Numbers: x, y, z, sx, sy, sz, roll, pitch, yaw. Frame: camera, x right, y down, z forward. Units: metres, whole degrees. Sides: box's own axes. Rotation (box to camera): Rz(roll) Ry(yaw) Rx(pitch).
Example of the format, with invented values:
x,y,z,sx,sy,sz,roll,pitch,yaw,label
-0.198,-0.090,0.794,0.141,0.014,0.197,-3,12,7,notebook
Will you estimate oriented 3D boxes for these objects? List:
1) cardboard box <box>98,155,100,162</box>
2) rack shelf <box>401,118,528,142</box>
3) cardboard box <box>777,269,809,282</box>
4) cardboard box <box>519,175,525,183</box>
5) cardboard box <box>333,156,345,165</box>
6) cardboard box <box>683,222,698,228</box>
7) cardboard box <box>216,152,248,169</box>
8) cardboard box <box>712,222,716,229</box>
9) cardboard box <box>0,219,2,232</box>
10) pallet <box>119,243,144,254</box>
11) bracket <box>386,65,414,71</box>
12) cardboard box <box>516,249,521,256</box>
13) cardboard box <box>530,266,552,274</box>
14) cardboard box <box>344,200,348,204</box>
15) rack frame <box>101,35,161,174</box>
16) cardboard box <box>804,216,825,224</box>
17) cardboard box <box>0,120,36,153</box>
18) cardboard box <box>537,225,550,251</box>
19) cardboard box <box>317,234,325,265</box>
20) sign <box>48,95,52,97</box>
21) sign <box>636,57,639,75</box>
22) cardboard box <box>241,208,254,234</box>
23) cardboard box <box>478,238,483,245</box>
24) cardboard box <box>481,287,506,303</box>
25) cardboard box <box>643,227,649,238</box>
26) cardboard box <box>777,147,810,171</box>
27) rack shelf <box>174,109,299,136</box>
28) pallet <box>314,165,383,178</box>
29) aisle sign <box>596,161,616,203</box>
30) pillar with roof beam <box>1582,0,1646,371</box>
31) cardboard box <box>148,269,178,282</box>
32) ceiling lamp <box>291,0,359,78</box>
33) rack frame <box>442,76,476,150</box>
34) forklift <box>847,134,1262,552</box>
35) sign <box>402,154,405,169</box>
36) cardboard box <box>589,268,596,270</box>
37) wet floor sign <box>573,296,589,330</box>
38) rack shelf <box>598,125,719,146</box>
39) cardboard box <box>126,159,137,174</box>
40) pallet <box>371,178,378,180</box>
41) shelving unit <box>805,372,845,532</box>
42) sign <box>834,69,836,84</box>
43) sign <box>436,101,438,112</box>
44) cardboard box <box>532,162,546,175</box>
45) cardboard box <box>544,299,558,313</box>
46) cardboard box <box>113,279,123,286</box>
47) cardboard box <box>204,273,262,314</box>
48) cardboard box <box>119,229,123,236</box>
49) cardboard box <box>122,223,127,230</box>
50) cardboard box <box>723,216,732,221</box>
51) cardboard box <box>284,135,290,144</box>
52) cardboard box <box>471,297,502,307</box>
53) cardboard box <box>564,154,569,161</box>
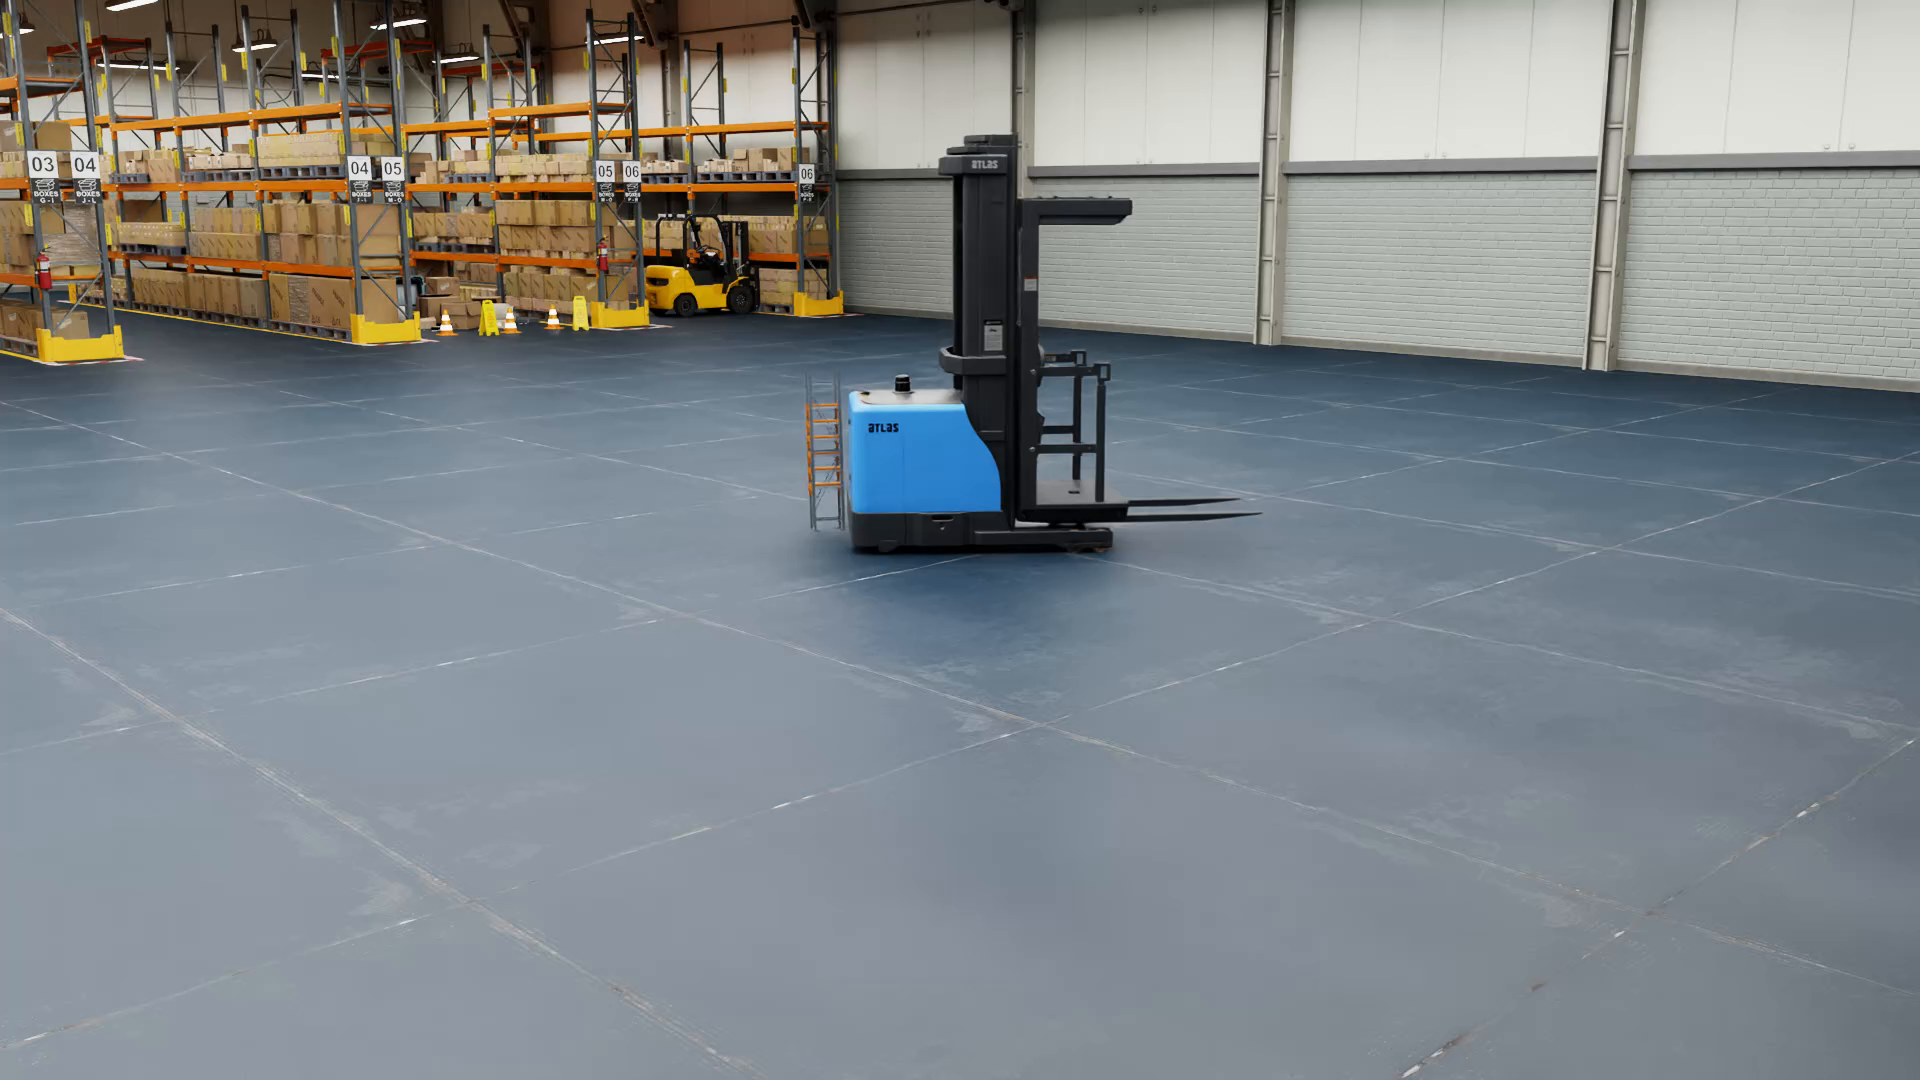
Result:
x,y,z,sx,sy,sz,roll,pitch,yaw,label
-19.626,-8.751,38.164,0.250,0.149,0.380,11,16,43,cardboard box
-10.832,-8.975,36.450,1.077,0.370,4.000,-11,16,-43,rack shelf
-3.645,-5.774,36.301,0.500,0.250,0.500,-10,15,-41,cardboard box
-8.878,-7.451,34.333,0.380,0.149,0.250,-10,15,-41,cardboard box
-10.674,-6.607,28.949,0.380,0.149,0.250,-11,16,-43,cardboard box
-6.260,-7.371,38.902,0.380,0.149,0.250,-10,15,-41,cardboard box
-14.331,-7.494,32.852,0.500,0.311,0.500,11,16,43,cardboard box
-5.454,-7.198,38.058,0.380,0.149,0.250,-11,16,-43,cardboard box
-15.447,-5.279,27.136,0.500,0.500,0.500,-11,16,-43,cardboard box
-18.064,-6.531,37.152,1.003,0.211,1.213,-11,16,-43,pallet
-17.834,-14.376,50.970,0.076,0.066,5.218,-11,16,-43,bracket
-9.048,-6.016,34.799,0.380,0.149,0.250,-11,16,-43,cardboard box
-8.652,-5.574,34.338,0.380,0.149,0.250,-10,15,-39,cardboard box
-15.195,-8.435,41.586,0.380,0.149,0.250,-11,16,-42,cardboard box
-18.486,-9.695,37.167,1.000,3.000,0.127,-11,16,-43,rack frame
-3.179,-6.993,36.329,0.380,0.149,0.250,-11,16,-44,cardboard box
-15.110,-6.428,26.523,0.500,0.500,0.500,-11,16,-43,cardboard box
-8.285,-6.169,33.936,0.500,0.500,0.500,-11,16,-42,cardboard box
-11.180,-5.303,30.346,0.875,0.550,0.550,-11,16,-43,cardboard box
-21.641,-10.699,39.532,0.100,0.325,0.005,-11,16,-43,sign
-6.296,-9.220,32.351,0.100,0.325,0.005,-11,16,-43,sign
-13.665,-6.274,32.705,0.700,0.500,0.500,-11,16,-43,cardboard box
-10.176,-6.454,35.885,0.250,0.149,0.380,11,16,43,cardboard box
-9.815,-5.288,36.118,0.950,0.372,0.625,-11,16,-42,cardboard box
-7.432,-7.419,40.121,0.500,0.250,0.500,-11,16,-42,cardboard box
-3.583,-8.205,35.835,0.500,0.500,0.500,-10,15,-41,cardboard box
-14.343,-8.271,33.030,1.077,0.370,4.000,-11,16,-43,rack shelf
-10.719,-6.538,29.497,1.003,0.211,1.213,-11,16,-43,pallet
-6.856,-6.934,32.189,0.394,0.787,0.004,-11,16,-43,aisle sign
6.386,-6.341,20.887,9.100,9.000,0.400,-11,16,-43,pillar with roof beam
-17.449,-5.808,36.465,0.500,0.250,0.500,-10,15,-40,cardboard box
-17.686,-14.601,46.515,2.000,3.185,0.800,-11,16,-43,ceiling lamp
-14.151,-11.675,46.780,1.000,3.000,0.127,-11,16,-43,rack frame
0.690,-1.451,12.193,3.031,2.935,1.130,-1,12,-6,forklift
-12.621,-8.562,37.626,0.100,0.325,0.005,-11,16,-43,sign
-9.150,-6.905,42.042,0.250,0.149,0.380,11,16,42,cardboard box
-7.332,-4.380,32.071,0.267,0.644,0.232,-5,13,-23,wet floor sign
-7.245,-9.668,39.810,1.077,0.370,4.000,-11,16,-43,rack shelf
-18.030,-8.230,36.671,0.500,0.311,0.500,-11,16,-43,cardboard box
-13.471,-8.503,39.286,1.003,0.211,1.213,-10,15,-40,pallet
-1.028,-0.674,12.673,0.258,1.200,0.189,-3,5,-12,shelving unit
-2.696,-9.952,35.707,0.100,0.325,0.005,-11,16,-43,sign
-14.543,-12.096,46.311,0.100,0.325,0.005,-11,16,-43,sign
-8.296,-7.510,33.632,0.500,0.250,0.500,-11,16,-42,cardboard box
-8.159,-4.802,34.057,0.500,0.250,0.500,11,16,43,cardboard box
-19.302,-5.940,38.360,0.380,0.149,0.250,-11,16,-43,cardboard box
-14.762,-5.048,34.015,1.050,0.750,0.750,-11,16,-42,cardboard box
-18.547,-6.863,37.135,0.380,0.149,0.250,-11,16,-42,cardboard box
-18.350,-6.969,36.912,0.380,0.149,0.250,-10,16,-41,cardboard box
-5.127,-7.263,37.637,0.380,0.149,0.250,-11,16,-43,cardboard box
-12.076,-7.294,30.307,0.380,0.149,0.250,-11,16,-43,cardboard box
-9.695,-4.724,34.098,0.500,0.500,0.500,-1,12,-4,cardboard box
-7.614,-7.577,32.965,0.380,0.149,0.250,-11,16,-42,cardboard box
